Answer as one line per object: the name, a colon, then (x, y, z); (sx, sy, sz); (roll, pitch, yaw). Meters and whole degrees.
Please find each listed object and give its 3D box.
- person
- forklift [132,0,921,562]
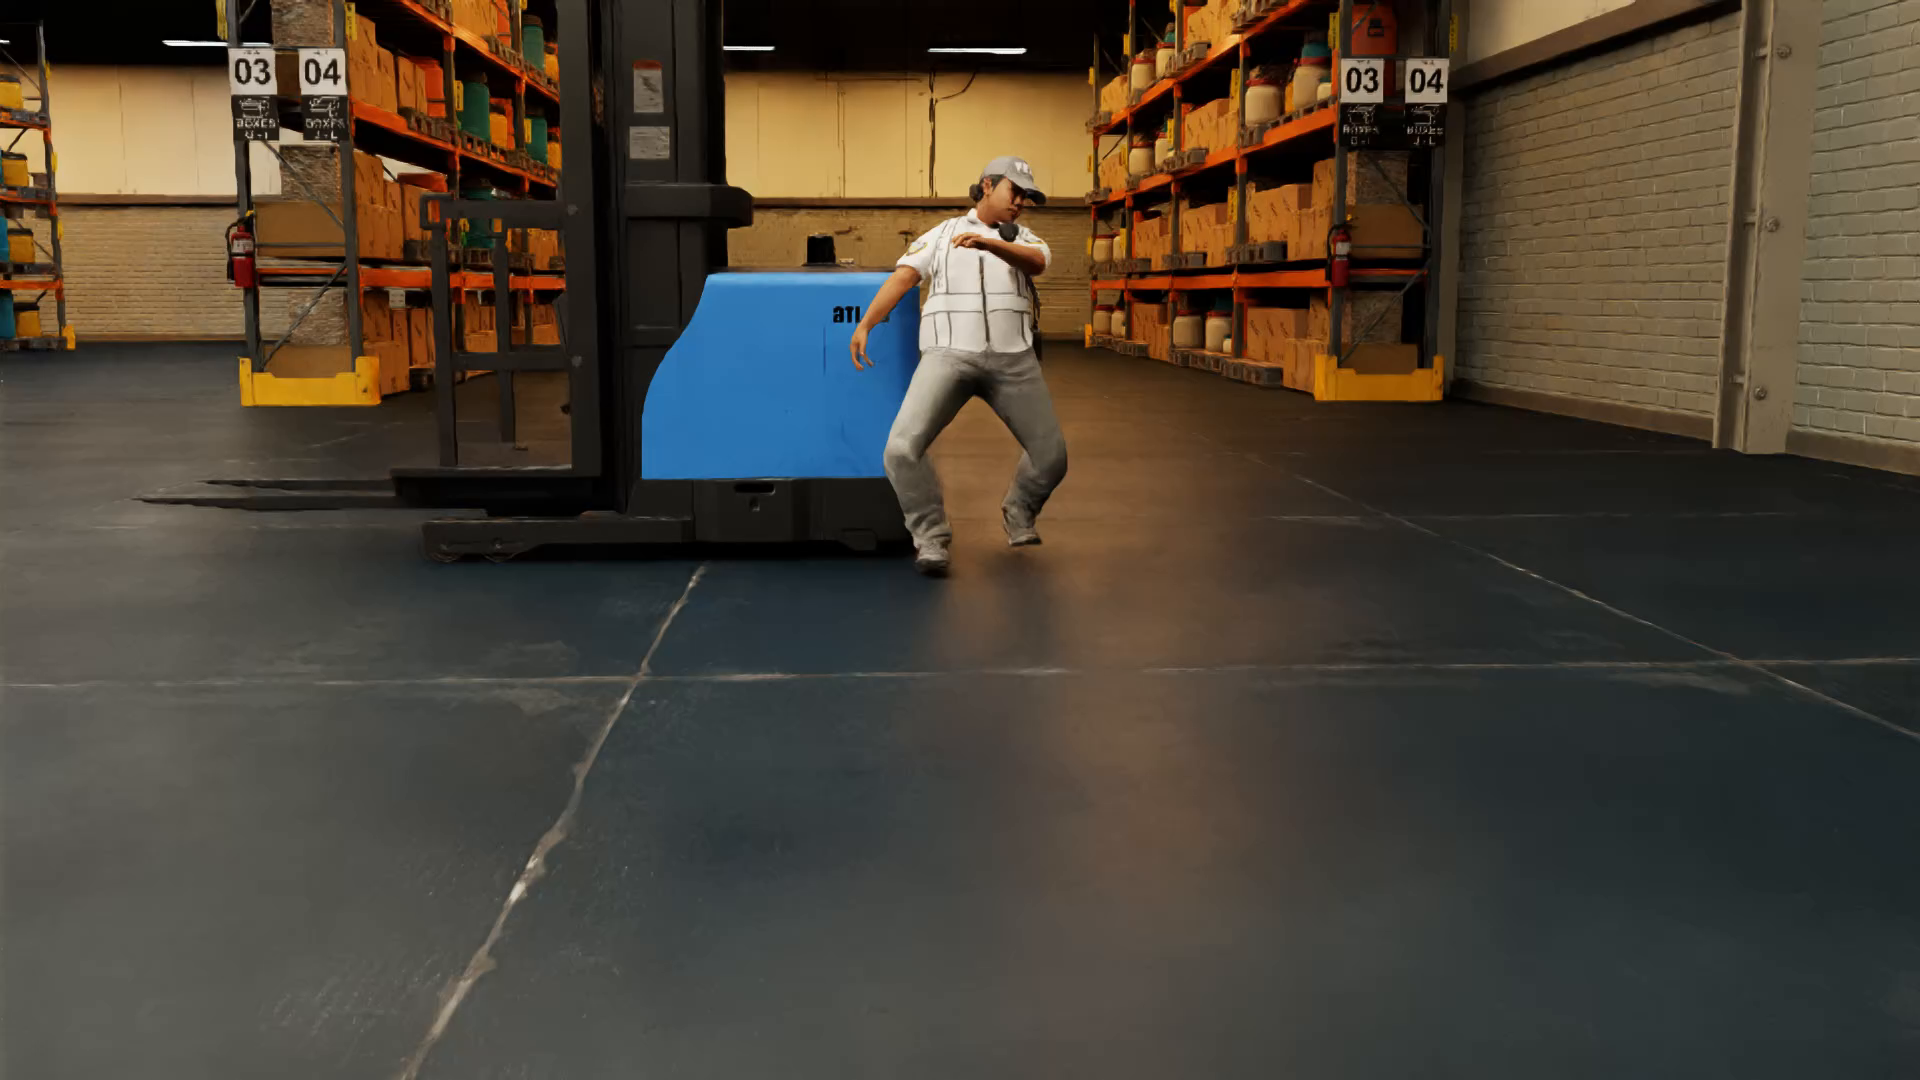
person: (0.002, -0.656, 6.045); (0.819, 1.475, 0.805); (-2, 9, -14)
forklift: (-1.672, -1.446, 6.569); (3.031, 2.935, 1.130); (0, 8, -2)
